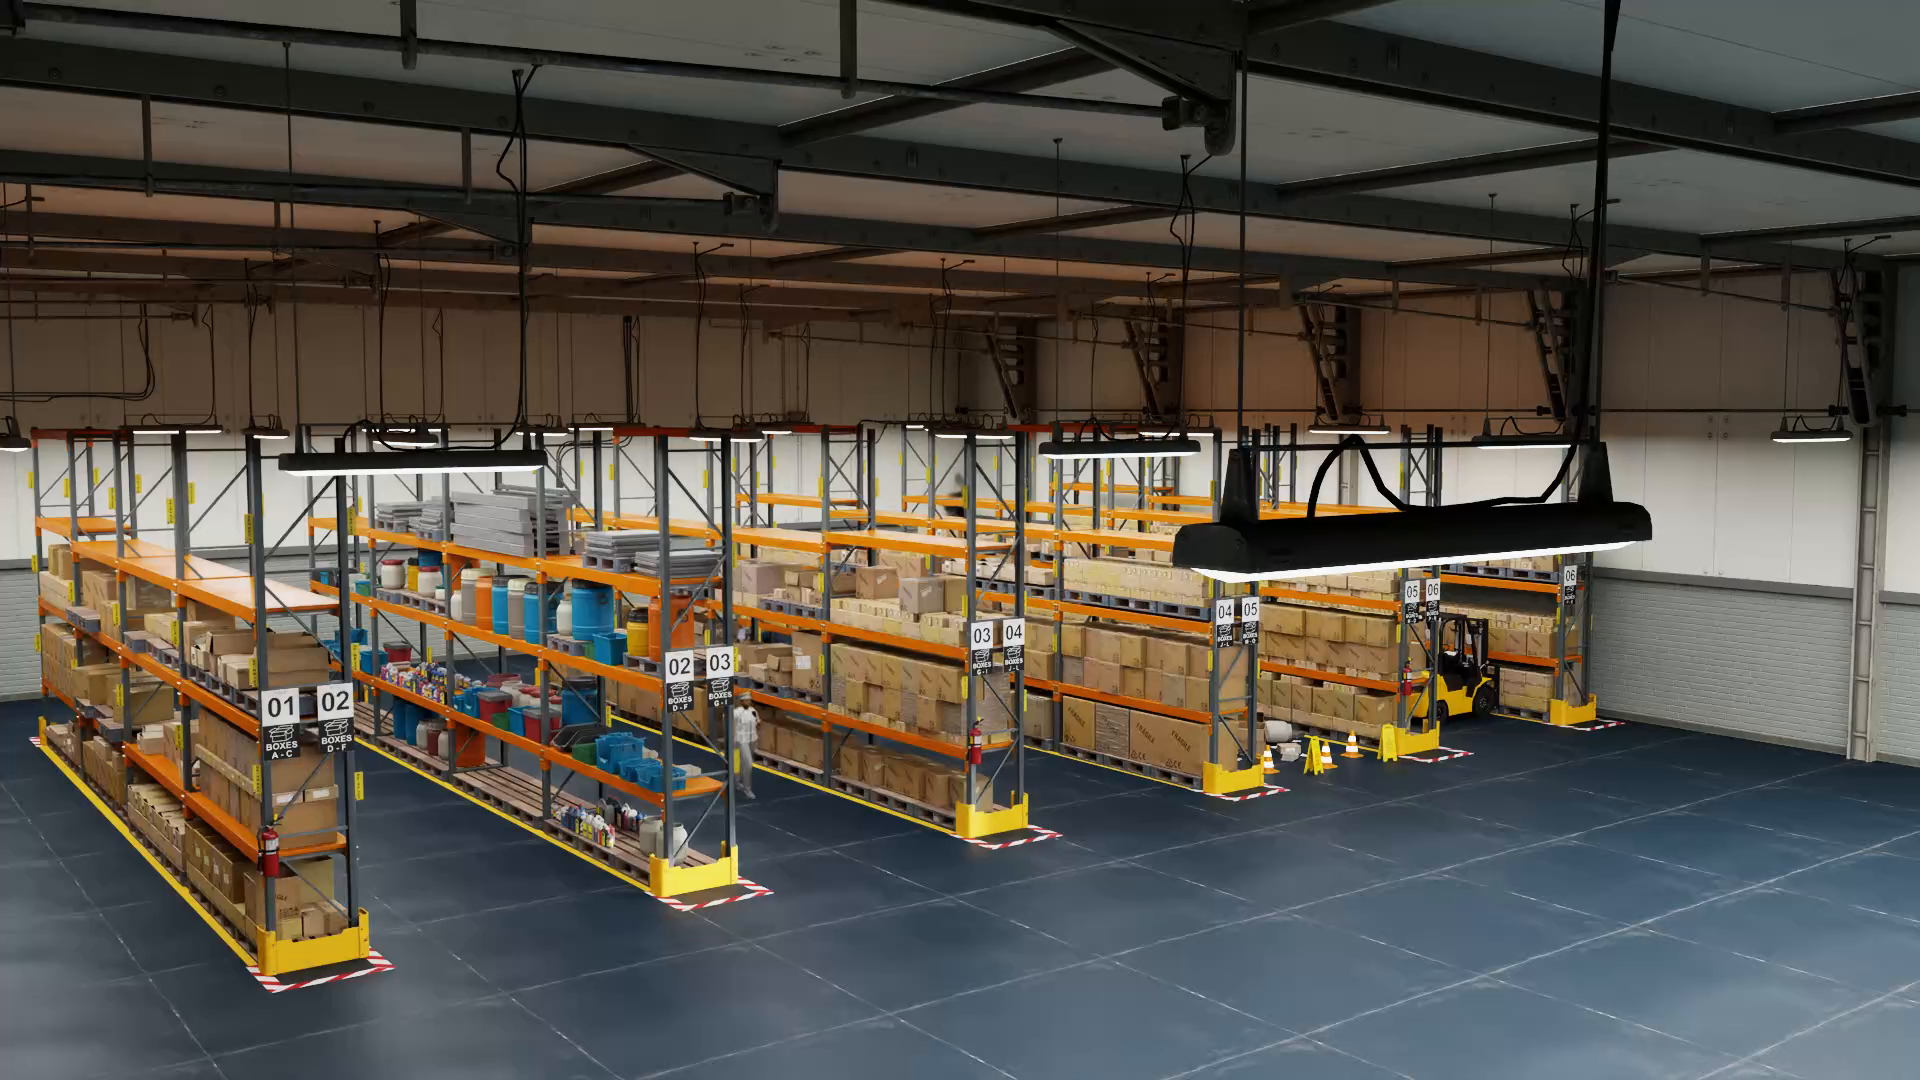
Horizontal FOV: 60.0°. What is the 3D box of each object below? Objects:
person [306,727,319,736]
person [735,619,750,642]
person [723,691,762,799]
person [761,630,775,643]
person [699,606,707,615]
[{"bbox_3d":[-10.729,3.295,27.669,0.690,1.759,0.670,4,6,43],"label":"person"},{"bbox_3d":[-5.005,2.593,37.608,0.640,1.609,0.610,-2,5,-27],"label":"person"},{"bbox_3d":[-3.535,3.352,27.270,0.770,1.748,0.529,4,6,43],"label":"person"},{"bbox_3d":[-4.823,2.243,42.041,0.706,1.549,0.573,-4,6,-44],"label":"person"},{"bbox_3d":[-6.329,2.344,40.779,0.696,1.626,0.856,2,5,27],"label":"person"}]
